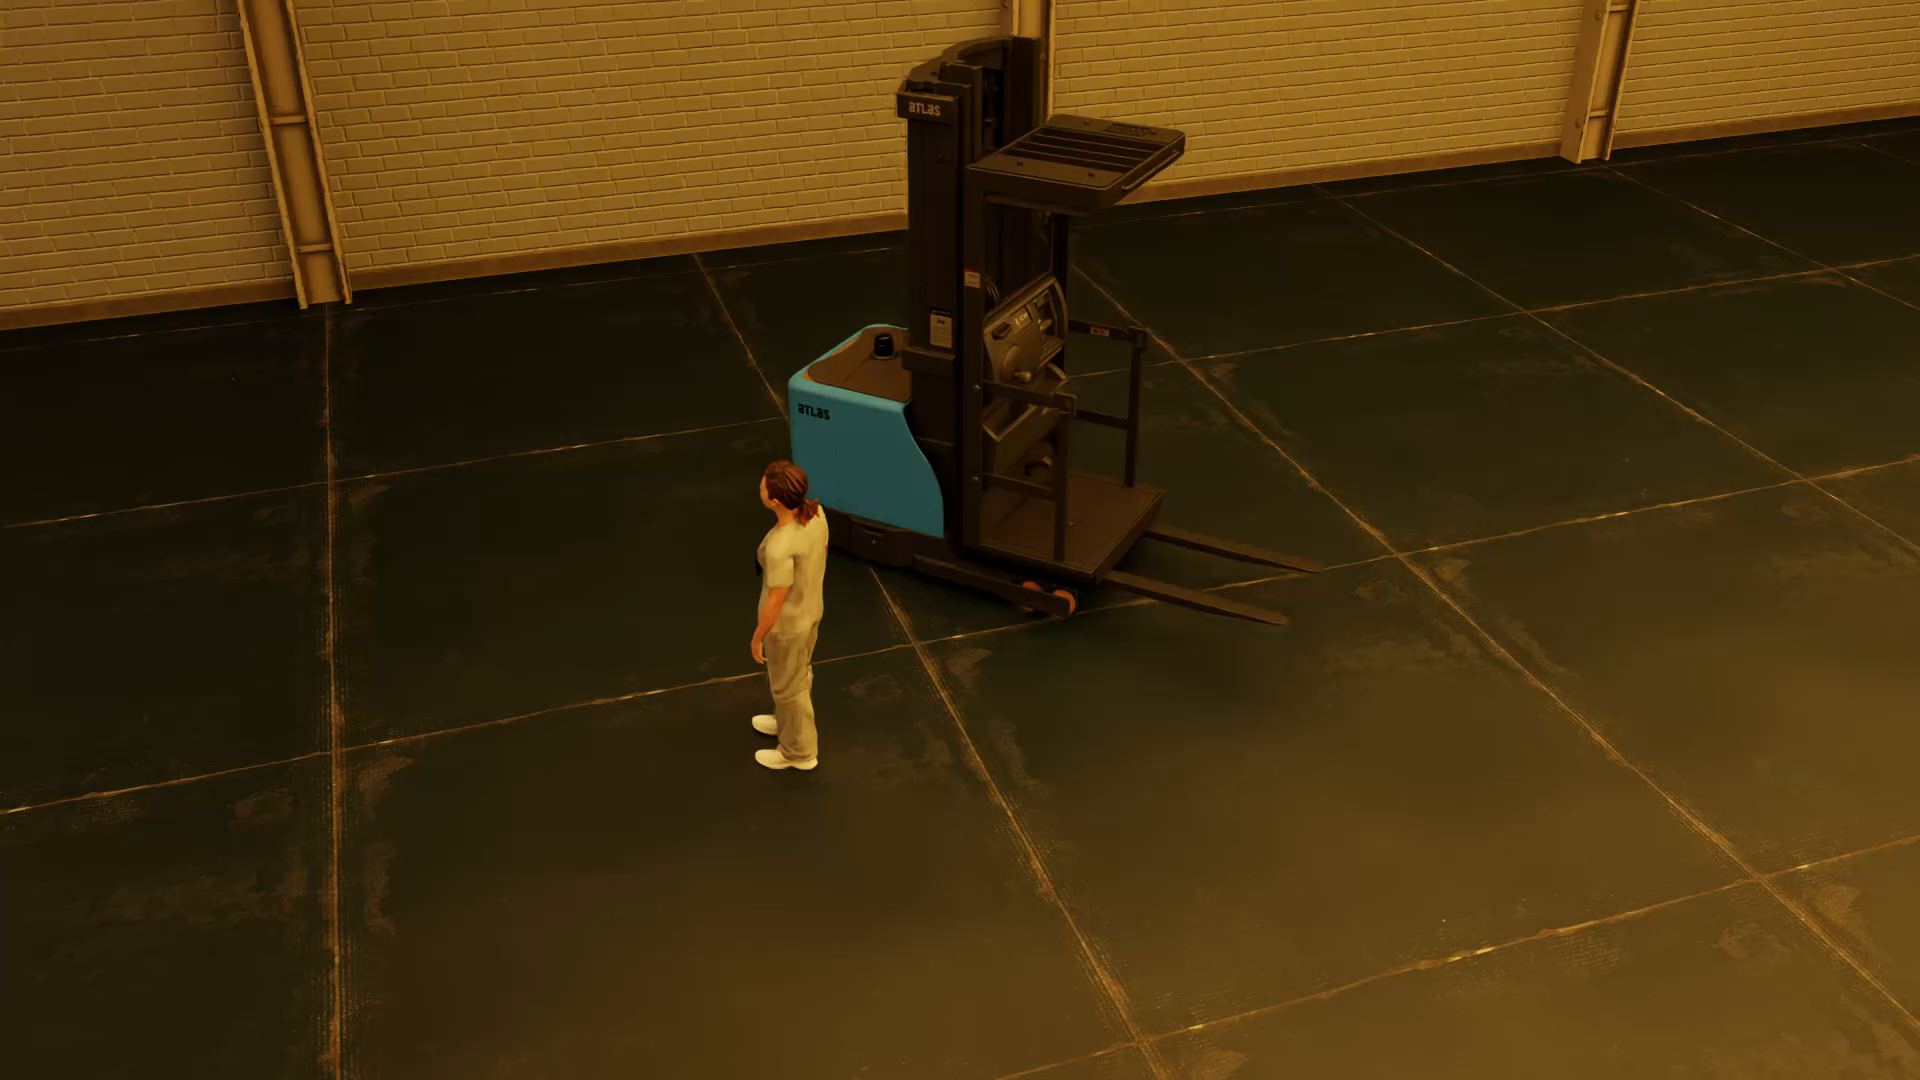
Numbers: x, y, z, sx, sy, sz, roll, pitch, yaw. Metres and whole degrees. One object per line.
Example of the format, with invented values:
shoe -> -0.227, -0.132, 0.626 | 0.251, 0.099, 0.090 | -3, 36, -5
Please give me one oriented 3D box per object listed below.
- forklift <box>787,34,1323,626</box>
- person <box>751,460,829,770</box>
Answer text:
forklift -> 0.543, -1.129, 9.049 | 3.031, 2.935, 1.130 | 15, 33, 24
person -> -0.856, 0.355, 7.733 | 0.539, 1.671, 0.560 | 10, 31, 17
